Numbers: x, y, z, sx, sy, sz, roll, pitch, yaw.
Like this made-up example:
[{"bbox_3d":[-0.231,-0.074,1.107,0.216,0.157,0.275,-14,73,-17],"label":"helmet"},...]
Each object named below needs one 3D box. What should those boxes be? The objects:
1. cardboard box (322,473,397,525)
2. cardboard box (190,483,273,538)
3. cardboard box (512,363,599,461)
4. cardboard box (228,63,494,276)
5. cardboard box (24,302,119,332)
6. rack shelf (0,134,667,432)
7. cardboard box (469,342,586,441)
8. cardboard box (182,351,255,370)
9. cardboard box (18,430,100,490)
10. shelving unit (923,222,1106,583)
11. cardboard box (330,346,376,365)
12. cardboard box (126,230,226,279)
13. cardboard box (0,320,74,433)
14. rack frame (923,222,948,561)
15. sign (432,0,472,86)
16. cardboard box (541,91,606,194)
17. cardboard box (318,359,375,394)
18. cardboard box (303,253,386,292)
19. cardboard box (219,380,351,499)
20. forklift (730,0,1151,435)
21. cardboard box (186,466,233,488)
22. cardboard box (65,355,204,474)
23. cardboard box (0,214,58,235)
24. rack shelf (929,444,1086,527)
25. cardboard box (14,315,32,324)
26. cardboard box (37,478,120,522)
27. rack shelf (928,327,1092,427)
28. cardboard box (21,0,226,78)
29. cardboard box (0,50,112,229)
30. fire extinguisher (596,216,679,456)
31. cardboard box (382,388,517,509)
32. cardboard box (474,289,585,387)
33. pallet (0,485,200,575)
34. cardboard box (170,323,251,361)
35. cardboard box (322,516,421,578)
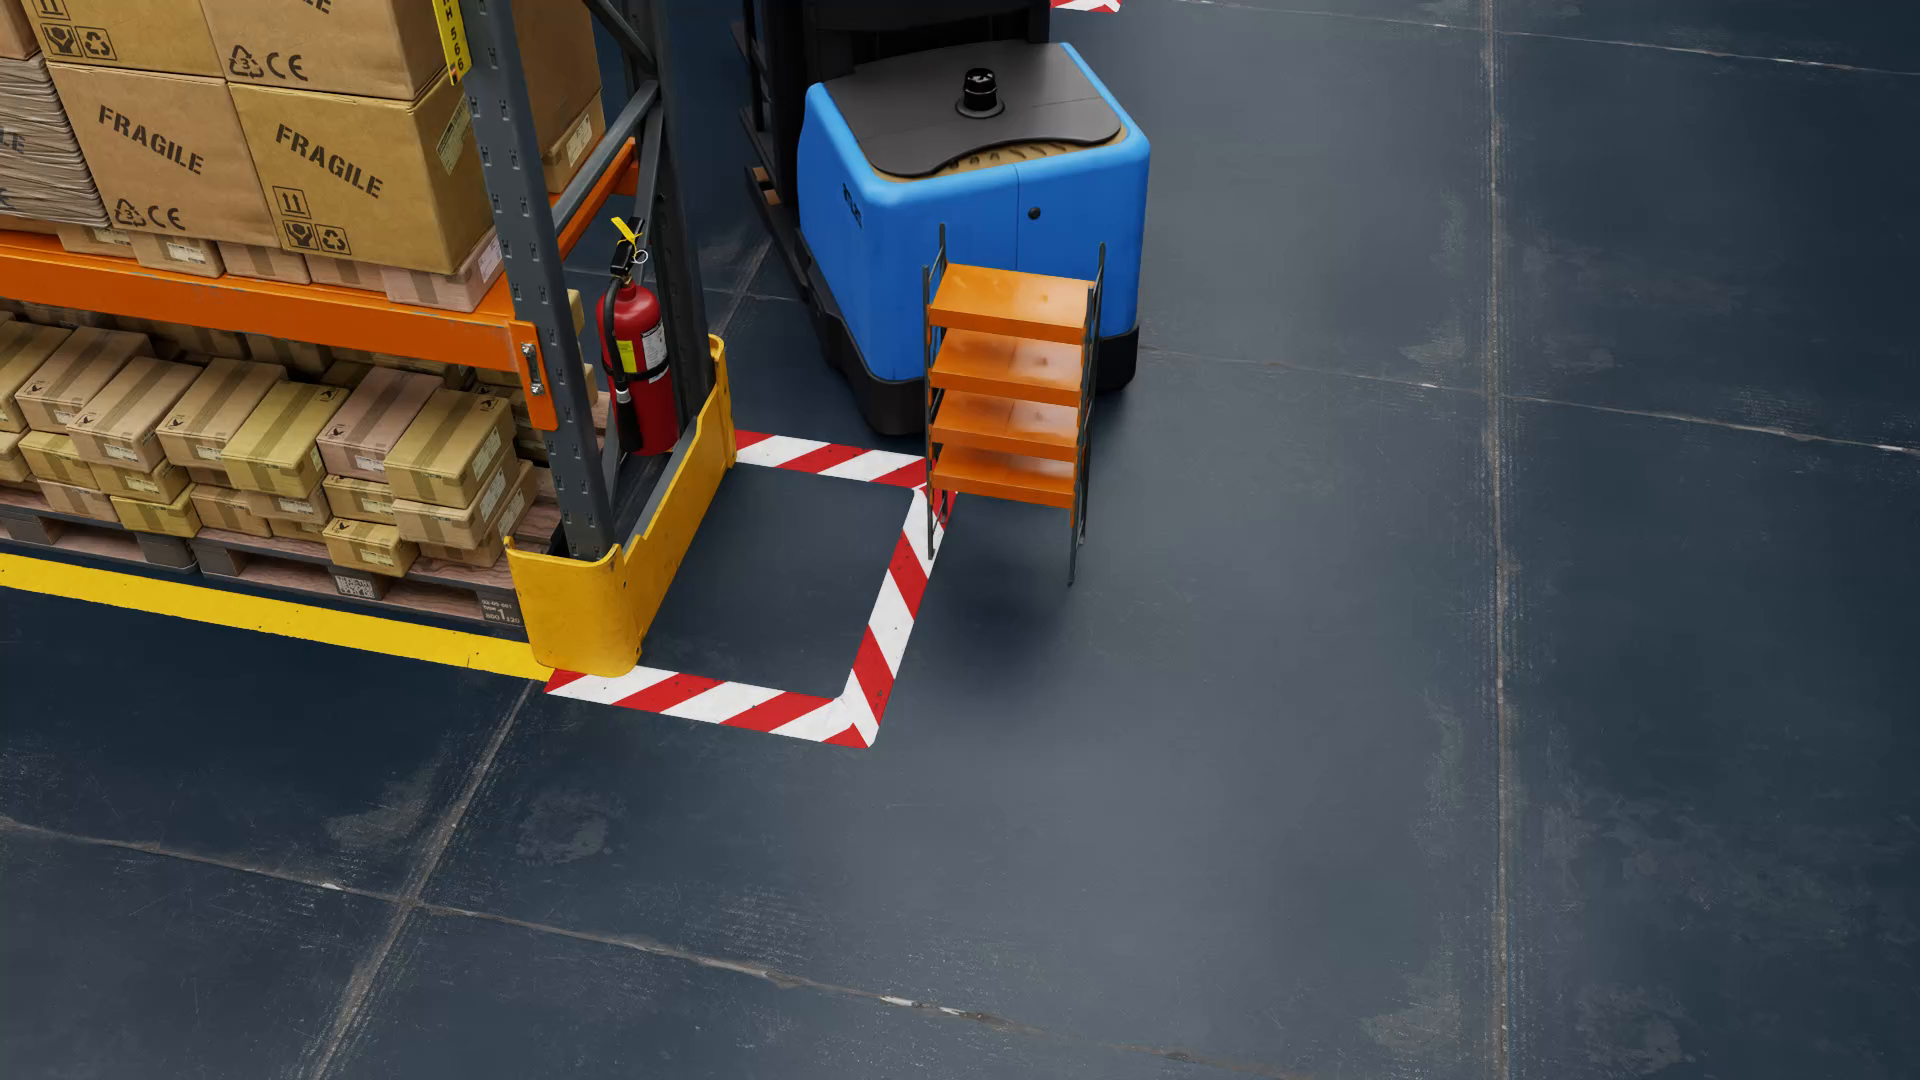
[{"bbox_3d":[-1.843,-0.238,5.372,0.250,0.149,0.380,8,44,8],"label":"cardboard box"},{"bbox_3d":[-2.337,-0.203,5.551,0.250,0.149,0.380,9,45,9],"label":"cardboard box"},{"bbox_3d":[-1.463,-0.464,5.822,0.250,0.149,0.380,10,45,10],"label":"cardboard box"},{"bbox_3d":[-1.517,-1.080,4.423,0.500,0.500,0.500,10,45,10],"label":"cardboard box"},{"bbox_3d":[-3.014,-0.850,5.794,0.250,0.149,0.380,9,45,9],"label":"cardboard box"},{"bbox_3d":[-2.974,-1.087,5.235,4.000,0.370,1.077,9,45,9],"label":"rack shelf"},{"bbox_3d":[-1.477,-0.528,5.674,0.250,0.149,0.380,11,45,11],"label":"cardboard box"},{"bbox_3d":[-2.497,-0.673,5.824,0.250,0.149,0.380,7,44,7],"label":"cardboard box"},{"bbox_3d":[-2.861,-0.360,5.500,0.250,0.149,0.380,11,45,11],"label":"cardboard box"},{"bbox_3d":[0.162,-0.407,5.308,0.503,1.200,0.258,9,45,9],"label":"shelving unit"},{"bbox_3d":[-1.972,-0.776,5.718,0.250,0.149,0.380,9,45,9],"label":"cardboard box"},{"bbox_3d":[-2.139,-0.925,4.729,0.250,0.149,0.380,10,45,10],"label":"cardboard box"},{"bbox_3d":[-3.115,-0.541,5.473,0.250,0.149,0.380,9,45,9],"label":"cardboard box"},{"bbox_3d":[-0.076,-0.444,5.346,0.015,1.200,0.240,9,45,9],"label":"rack frame"},{"bbox_3d":[-1.163,-1.202,3.773,0.005,0.325,0.100,9,45,9],"label":"sign"},{"bbox_3d":[-1.267,-1.224,5.040,0.250,0.149,0.380,8,45,9],"label":"cardboard box"},{"bbox_3d":[-1.990,-0.585,5.733,0.250,0.149,0.380,9,45,10],"label":"cardboard box"},{"bbox_3d":[-1.636,-0.874,4.676,0.250,0.149,0.380,9,45,9],"label":"cardboard box"},{"bbox_3d":[-2.107,-0.321,5.244,0.250,0.149,0.380,8,44,8],"label":"cardboard box"},{"bbox_3d":[-0.295,-2.475,6.208,1.130,2.935,3.031,-13,46,-14],"label":"forklift"},{"bbox_3d":[-2.347,-0.349,5.488,0.250,0.149,0.380,8,45,9],"label":"cardboard box"},{"bbox_3d":[-2.620,-0.406,5.333,0.250,0.149,0.380,10,45,11],"label":"cardboard box"},{"bbox_3d":[-2.640,-1.066,4.875,0.250,0.149,0.380,7,44,7],"label":"cardboard box"},{"bbox_3d":[0.162,-0.216,5.492,0.480,0.148,0.258,9,45,9],"label":"rack shelf"},{"bbox_3d":[-3.283,-0.803,5.959,0.250,0.149,0.380,7,44,7],"label":"cardboard box"},{"bbox_3d":[-2.862,-0.255,5.604,0.250,0.149,0.380,10,45,10],"label":"cardboard box"},{"bbox_3d":[0.162,-0.520,5.199,0.480,0.148,0.258,9,45,9],"label":"rack shelf"},{"bbox_3d":[-2.017,-1.525,4.163,0.500,0.500,0.500,7,44,8],"label":"cardboard box"},{"bbox_3d":[-2.515,-1.232,4.581,0.500,0.500,0.500,9,45,9],"label":"cardboard box"},{"bbox_3d":[-0.877,-0.531,4.463,0.183,0.674,0.296,9,45,9],"label":"fire extinguisher"},{"bbox_3d":[-1.594,-0.291,5.213,0.250,0.149,0.380,9,45,10],"label":"cardboard box"},{"bbox_3d":[-1.459,-0.691,5.629,0.250,0.149,0.380,7,44,7],"label":"cardboard box"},{"bbox_3d":[-3.068,-0.383,5.996,1.213,0.211,1.003,9,45,9],"label":"pallet"},{"bbox_3d":[-2.501,-0.806,5.749,0.250,0.149,0.380,10,45,11],"label":"cardboard box"},{"bbox_3d":[-1.854,-0.077,5.419,0.250,0.149,0.380,10,45,10],"label":"cardboard box"}]
